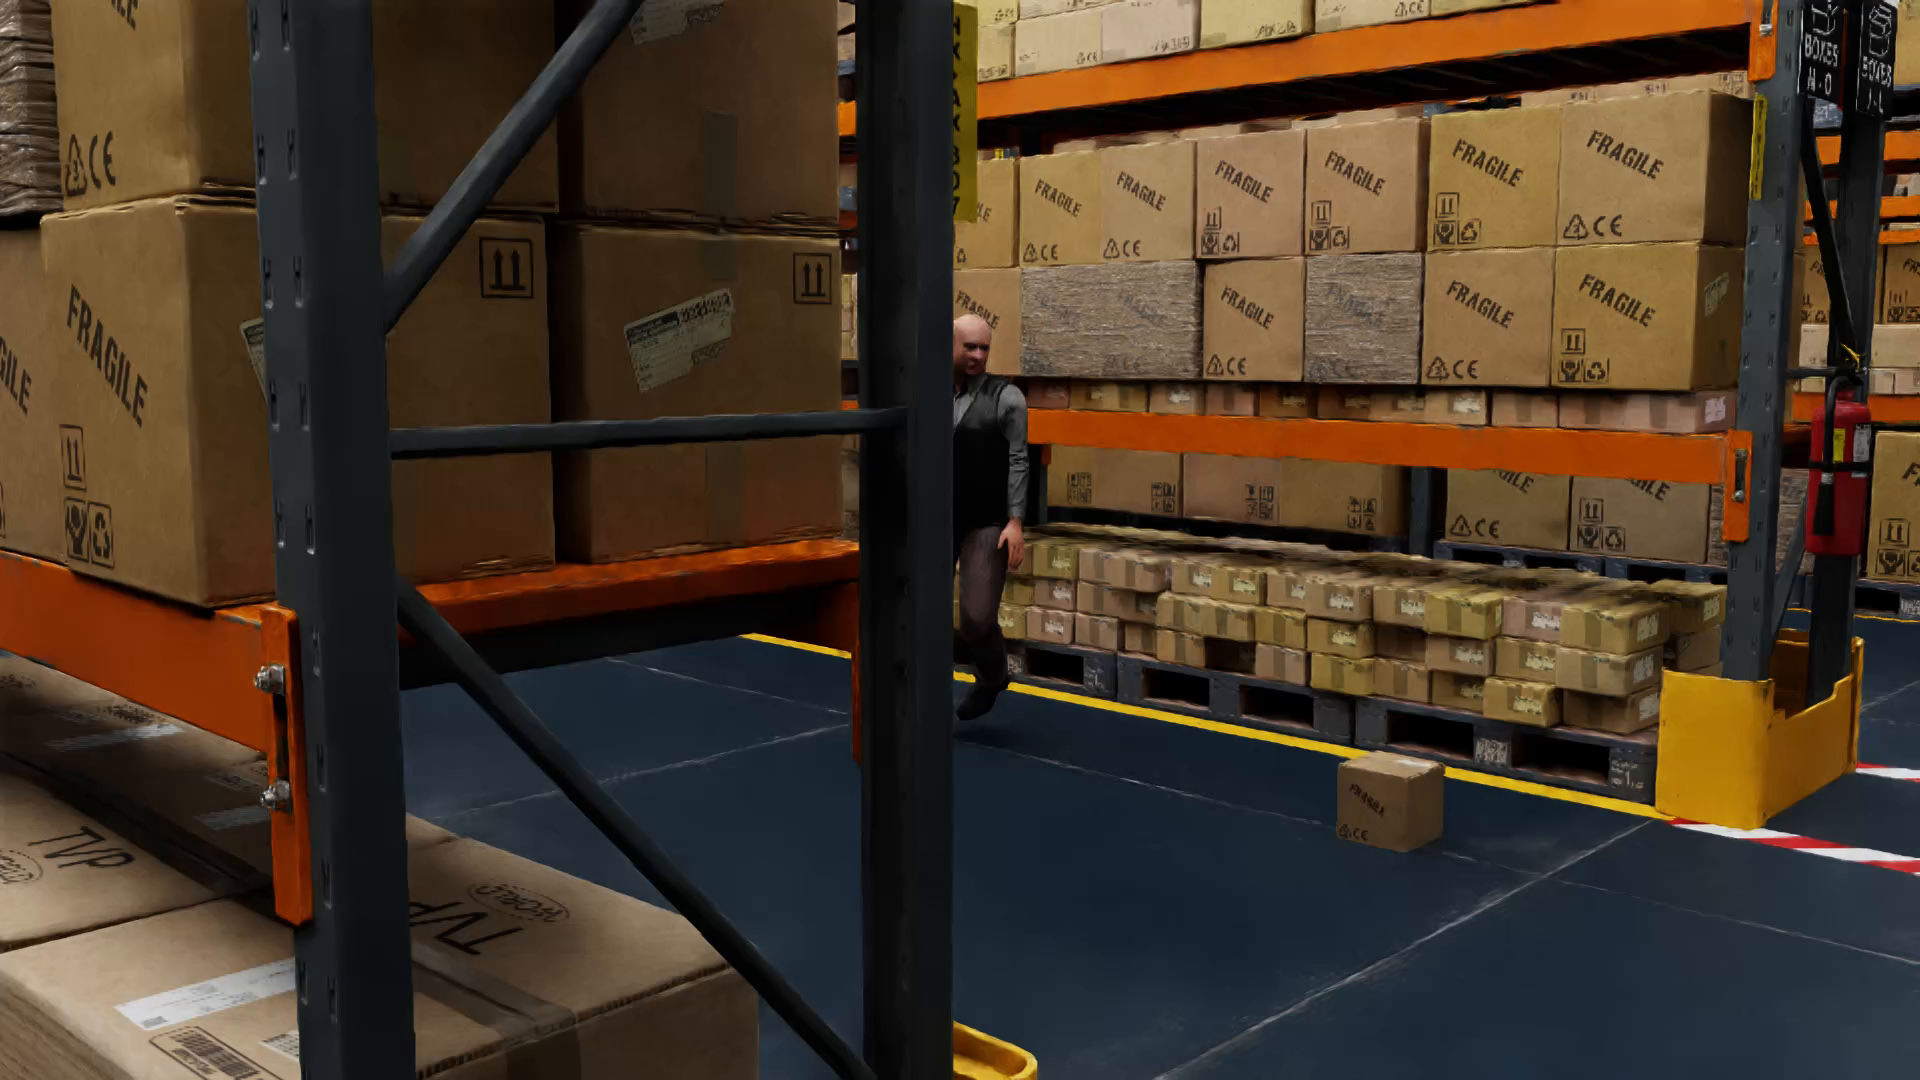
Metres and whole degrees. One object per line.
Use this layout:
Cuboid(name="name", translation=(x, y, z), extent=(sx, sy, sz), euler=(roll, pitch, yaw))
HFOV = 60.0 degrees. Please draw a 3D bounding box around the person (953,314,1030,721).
Cuboid(name="person", translation=(0.002, -0.048, 6.705), extent=(0.600, 1.708, 0.486), euler=(3, 7, 21))
